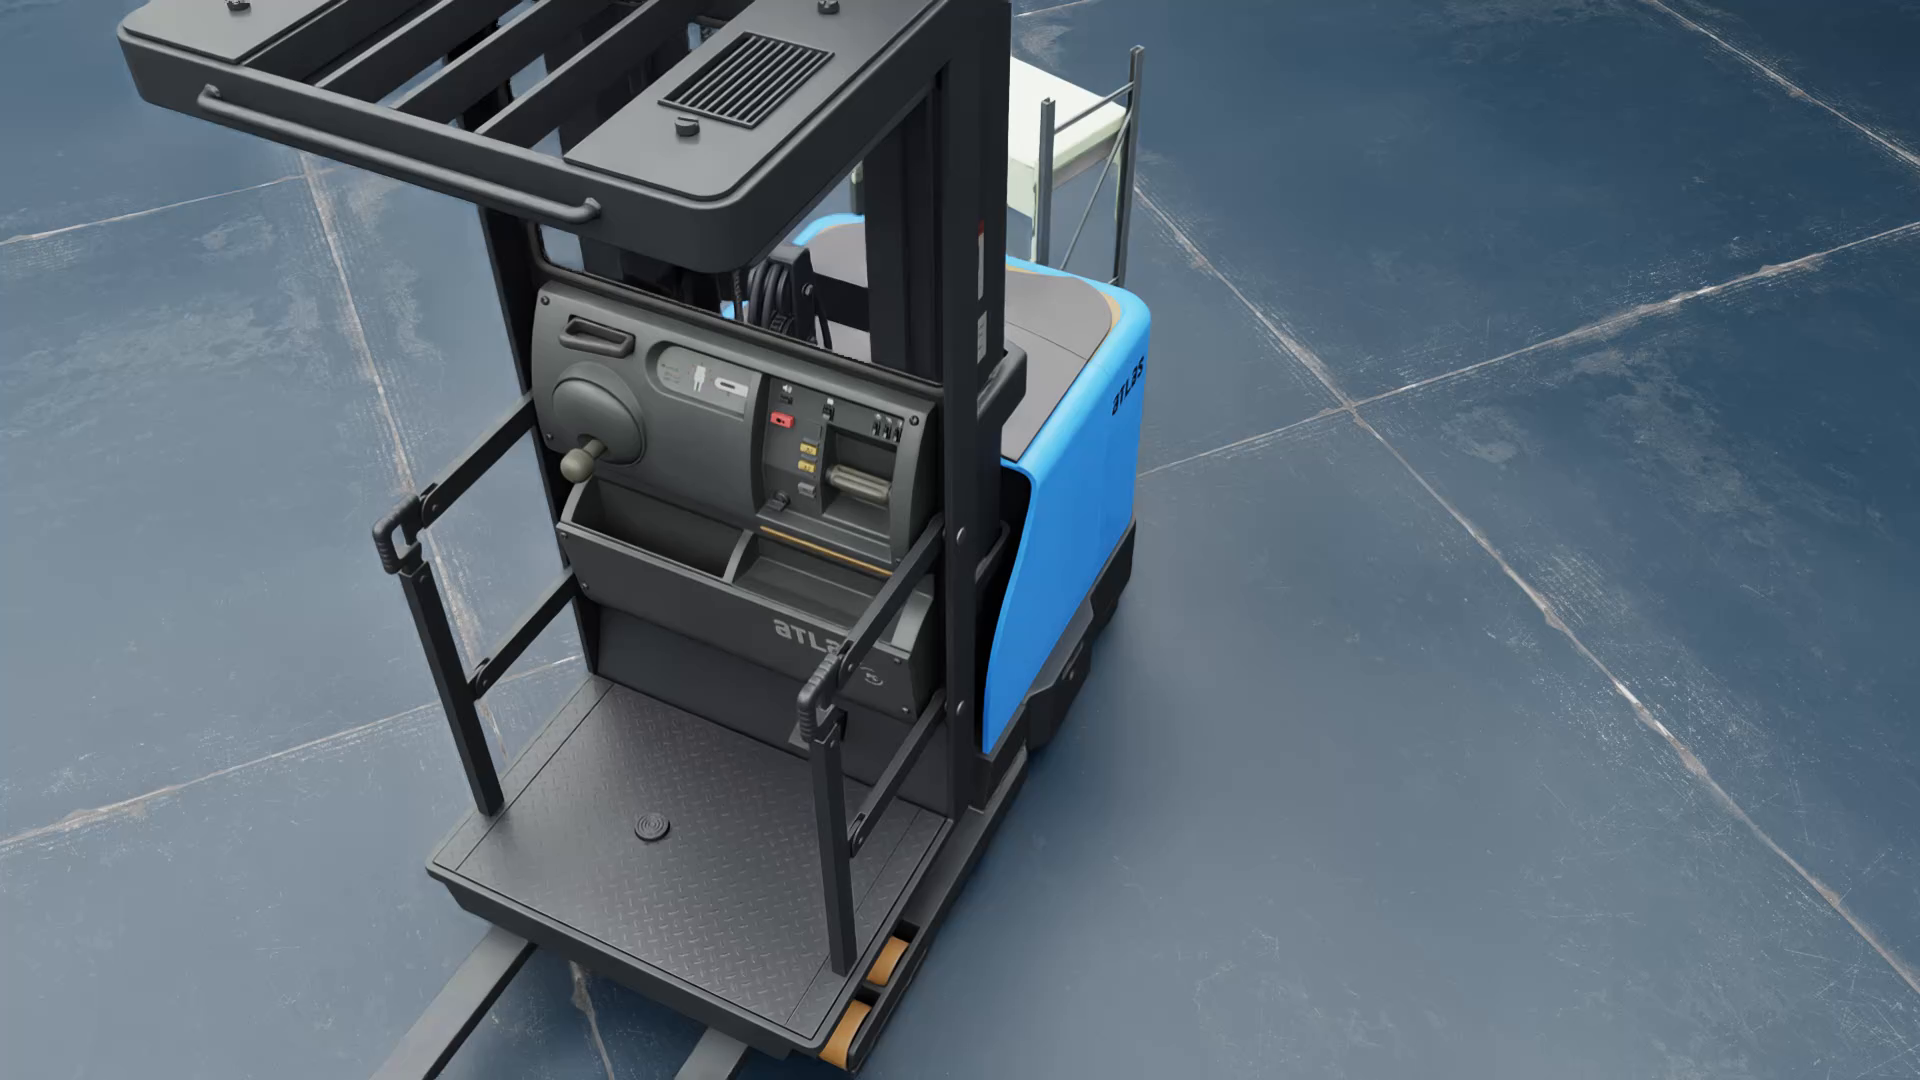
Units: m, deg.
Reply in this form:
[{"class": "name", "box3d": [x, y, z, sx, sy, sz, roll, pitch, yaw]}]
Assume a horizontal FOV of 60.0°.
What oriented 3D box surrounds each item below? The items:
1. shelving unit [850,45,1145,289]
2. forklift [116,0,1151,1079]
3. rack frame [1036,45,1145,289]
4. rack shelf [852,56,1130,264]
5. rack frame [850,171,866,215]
[{"class": "shelving unit", "box3d": [0.082, -0.861, 5.055, 0.755, 1.500, 0.431, 33, 53, 29]}, {"class": "forklift", "box3d": [-0.587, -0.146, 3.311, 1.130, 2.935, 3.031, 19, 48, 18]}, {"class": "rack frame", "box3d": [0.350, -0.686, 4.877, 0.023, 1.500, 0.400, 33, 53, 29]}, {"class": "rack shelf", "box3d": [0.082, -1.139, 4.781, 0.720, 0.370, 0.431, 33, 53, 29]}, {"class": "rack frame", "box3d": [-0.186, -1.036, 5.232, 0.023, 1.500, 0.400, 33, 53, 29]}]
